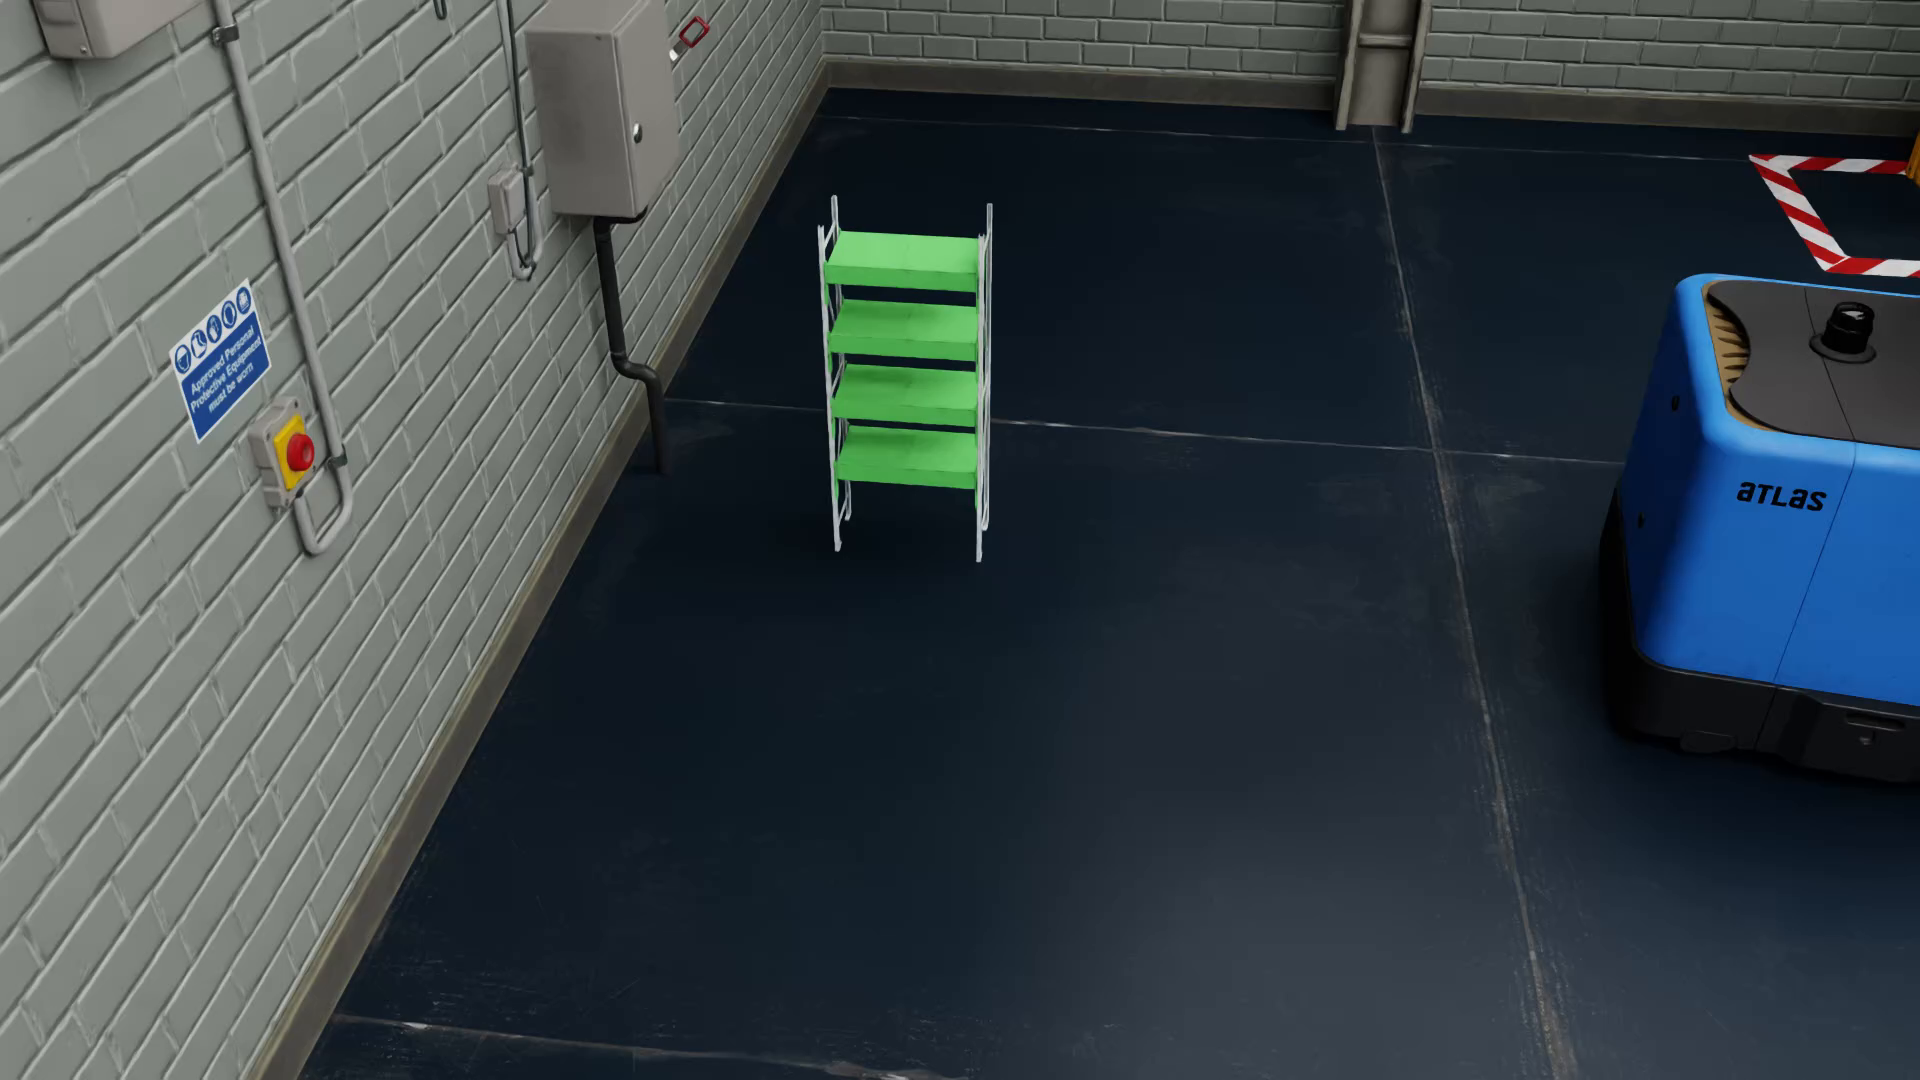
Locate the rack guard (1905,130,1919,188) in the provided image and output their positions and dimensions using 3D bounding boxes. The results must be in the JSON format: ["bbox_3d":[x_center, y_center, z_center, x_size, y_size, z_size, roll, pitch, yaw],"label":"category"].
[{"bbox_3d":[4.833,-1.723,7.733,0.348,0.500,1.175,4,36,6],"label":"rack guard"}]

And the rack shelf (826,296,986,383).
[{"bbox_3d":[-0.164,-0.644,5.316,0.480,0.148,0.258,4,36,6],"label":"rack shelf"}]

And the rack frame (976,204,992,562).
[{"bbox_3d":[0.078,-0.483,5.393,0.015,1.200,0.240,4,36,6],"label":"rack frame"}]

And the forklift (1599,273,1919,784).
[{"bbox_3d":[3.510,-0.655,4.144,3.031,2.935,1.130,9,36,12],"label":"forklift"}]

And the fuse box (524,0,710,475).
[{"bbox_3d":[-1.055,-0.964,5.628,0.414,1.711,0.539,4,36,6],"label":"fuse box"}]

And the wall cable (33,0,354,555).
[{"bbox_3d":[-1.467,-0.715,3.269,0.123,1.953,0.585,4,36,6],"label":"wall cable"}]

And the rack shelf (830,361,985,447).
[{"bbox_3d":[-0.164,-0.449,5.456,0.480,0.148,0.258,4,36,6],"label":"rack shelf"}]

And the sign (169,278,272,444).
[{"bbox_3d":[-1.534,-0.376,3.462,0.001,0.218,0.327,4,36,6],"label":"sign"}]

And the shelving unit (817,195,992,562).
[{"bbox_3d":[-0.164,-0.501,5.419,0.503,1.200,0.258,4,36,6],"label":"shelving unit"}]

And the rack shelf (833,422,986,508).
[{"bbox_3d":[-0.164,-0.253,5.595,0.480,0.148,0.258,4,36,6],"label":"rack shelf"}]

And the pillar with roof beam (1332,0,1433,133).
[{"bbox_3d":[1.649,-3.426,2.804,0.400,9.000,9.100,4,36,6],"label":"pillar with roof beam"}]

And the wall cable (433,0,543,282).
[{"bbox_3d":[-1.298,-1.521,4.424,0.122,1.984,0.588,4,36,6],"label":"wall cable"}]

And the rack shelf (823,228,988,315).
[{"bbox_3d":[-0.164,-0.839,5.177,0.480,0.148,0.258,4,36,6],"label":"rack shelf"}]

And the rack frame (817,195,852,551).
[{"bbox_3d":[-0.406,-0.519,5.444,0.015,1.200,0.240,4,36,6],"label":"rack frame"}]
